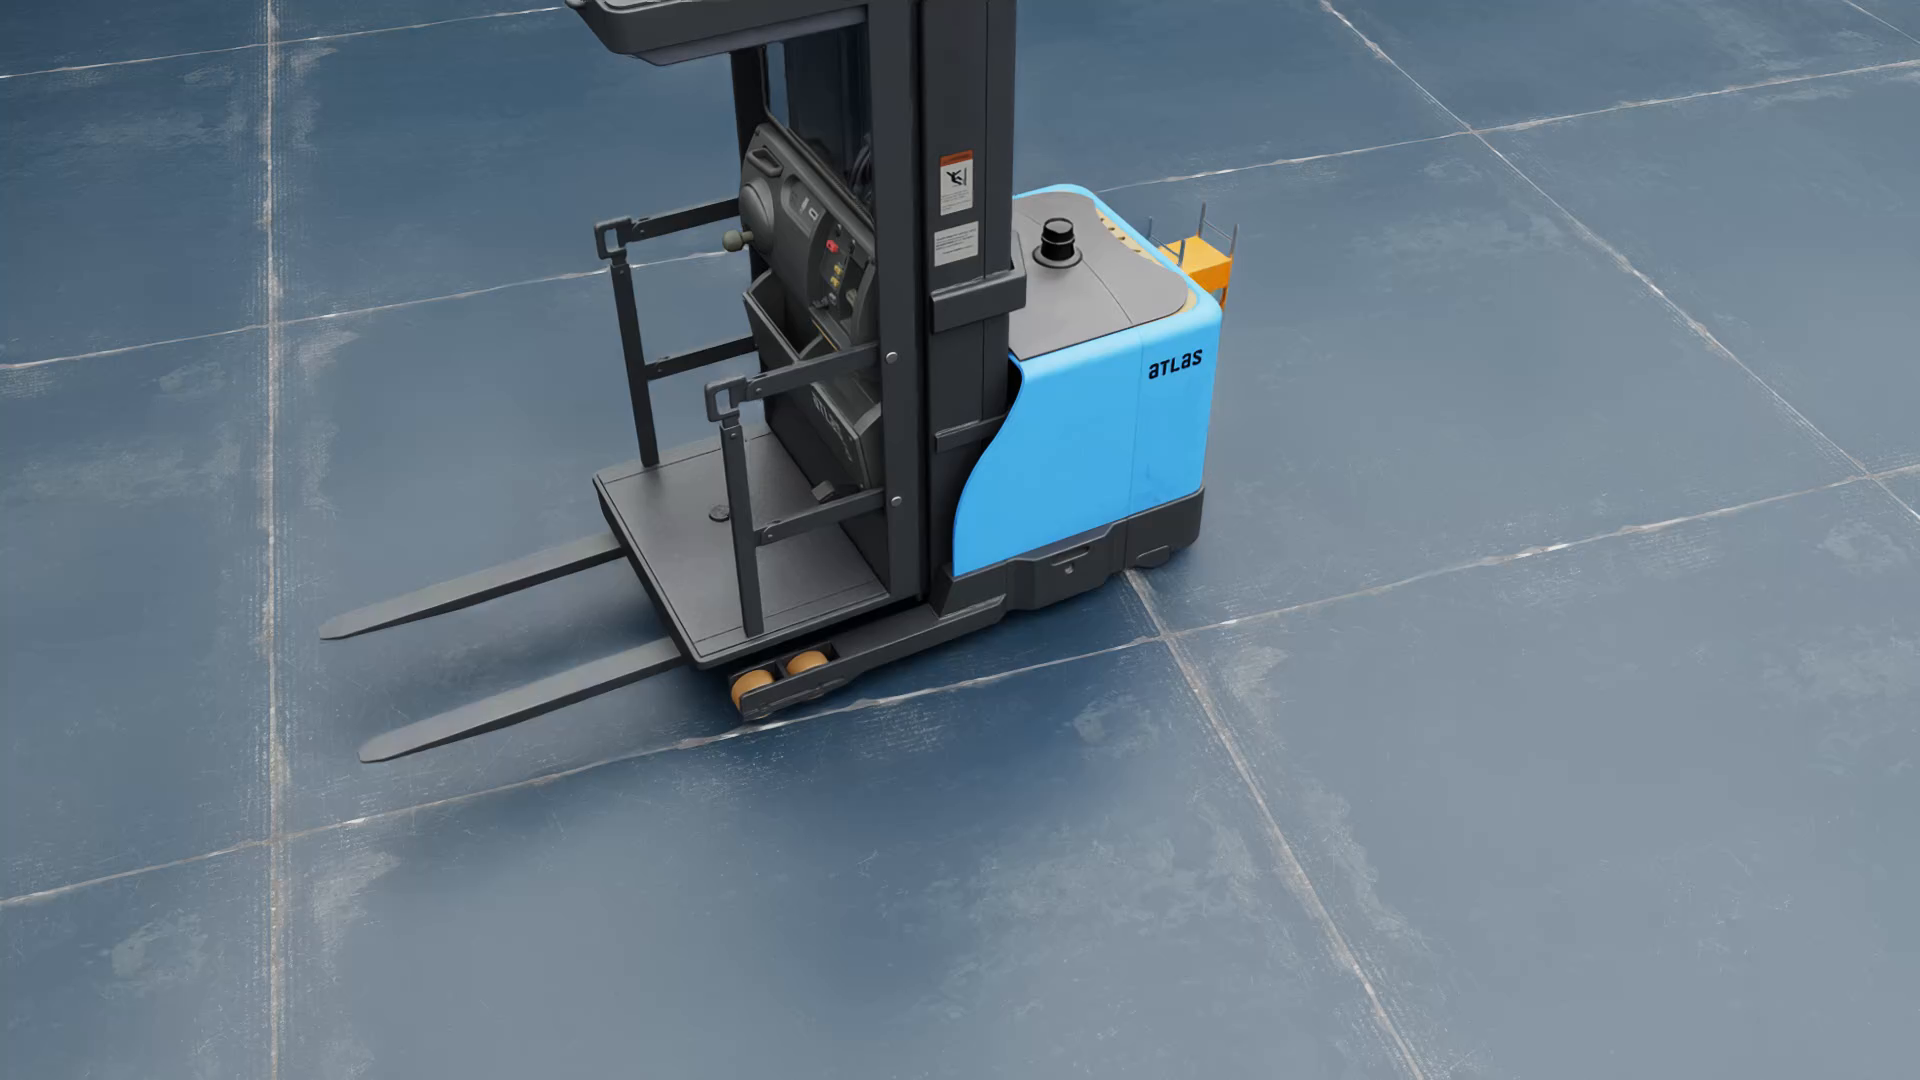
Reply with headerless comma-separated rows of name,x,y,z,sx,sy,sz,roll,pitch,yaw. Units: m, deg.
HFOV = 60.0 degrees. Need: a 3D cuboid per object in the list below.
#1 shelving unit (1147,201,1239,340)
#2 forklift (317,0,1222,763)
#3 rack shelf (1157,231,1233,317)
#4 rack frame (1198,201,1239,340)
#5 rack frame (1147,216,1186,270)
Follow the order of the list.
shelving unit,0.815,-0.738,6.288,0.252,1.050,0.215,-21,45,-26
forklift,-0.658,-0.904,5.057,3.031,2.935,1.130,-19,45,-20
rack shelf,0.828,-0.949,6.114,0.240,0.259,0.215,-21,45,-26
rack frame,0.918,-0.777,6.342,0.008,1.050,0.200,-21,45,-26
rack frame,0.713,-0.700,6.233,0.008,1.050,0.200,-21,45,-26
